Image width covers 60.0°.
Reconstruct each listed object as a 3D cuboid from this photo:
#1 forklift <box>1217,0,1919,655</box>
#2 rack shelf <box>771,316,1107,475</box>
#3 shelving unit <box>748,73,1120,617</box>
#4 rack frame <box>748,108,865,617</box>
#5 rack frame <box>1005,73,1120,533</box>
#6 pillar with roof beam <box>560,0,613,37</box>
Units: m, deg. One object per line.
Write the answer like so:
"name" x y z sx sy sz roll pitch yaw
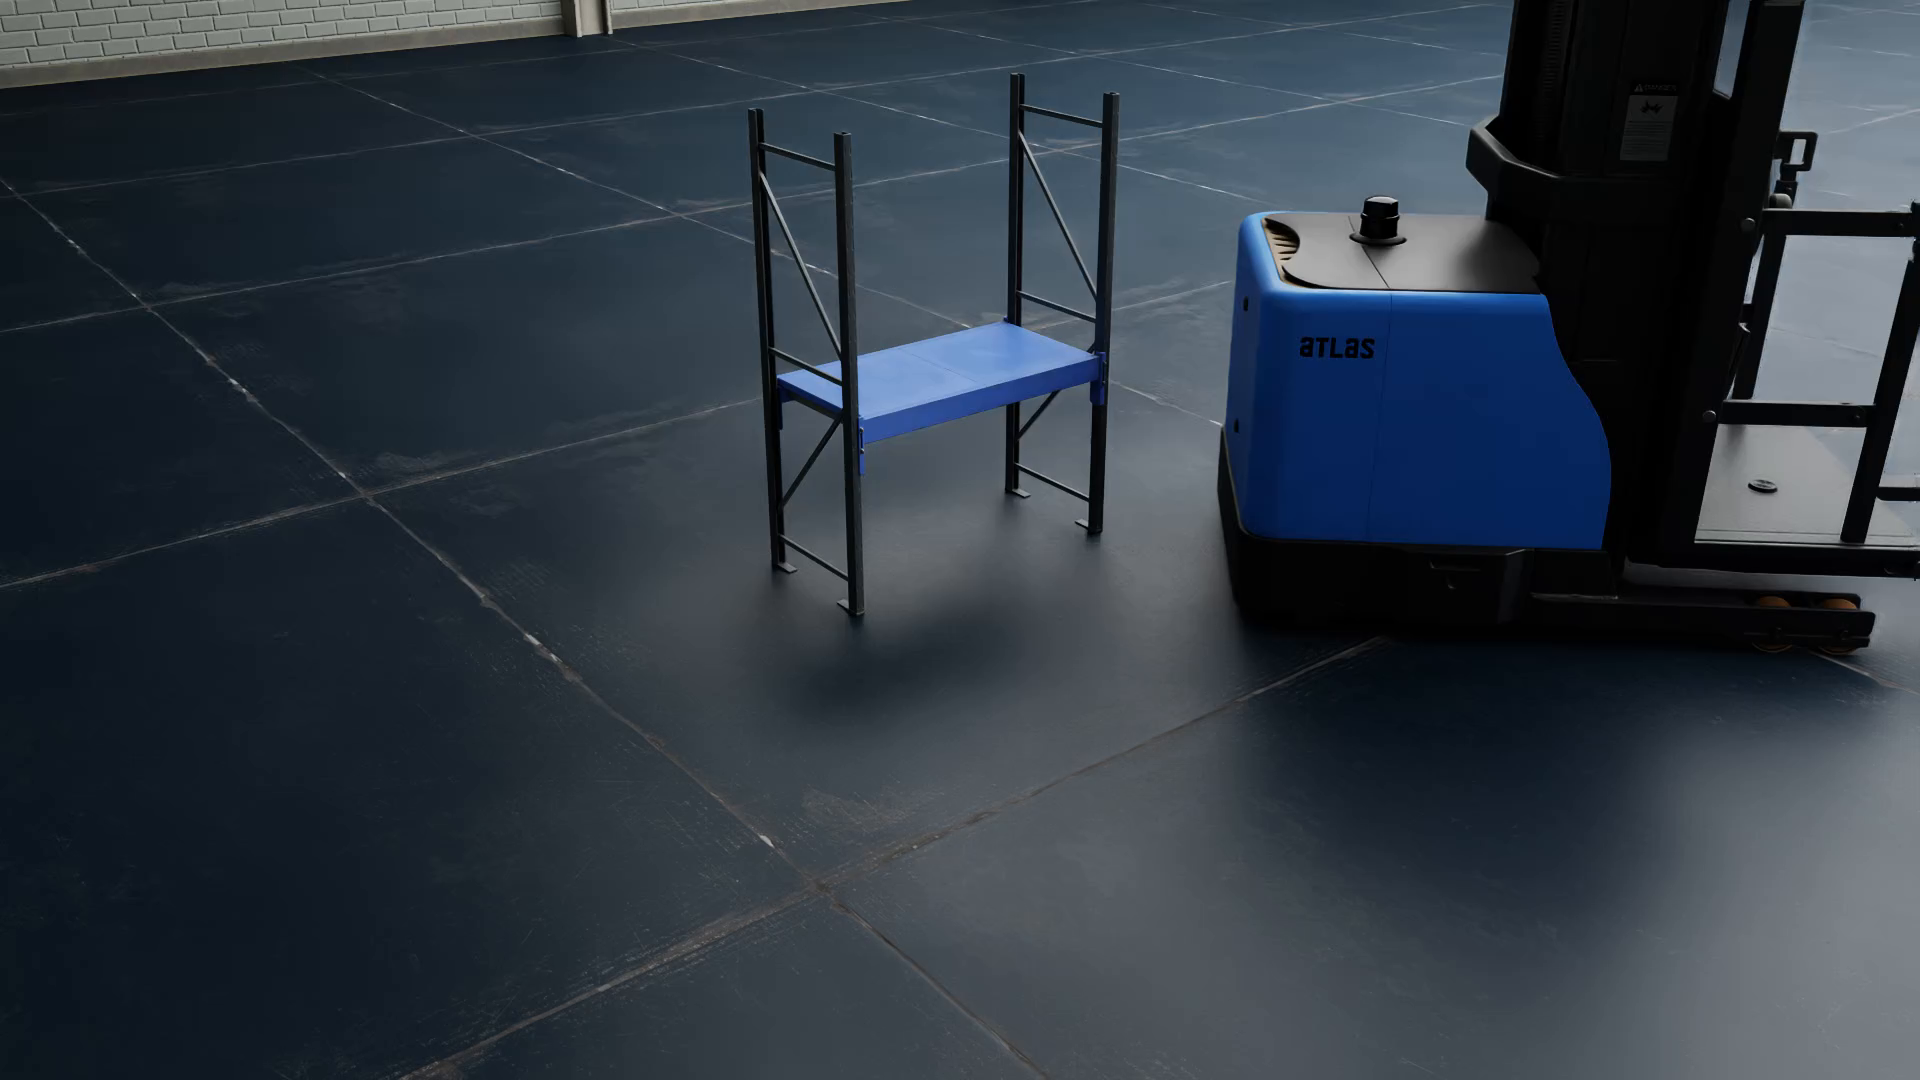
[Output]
"forklift" 2.399 -1.217 4.890 3.031 2.935 1.130 2 25 4
"rack shelf" -0.067 -0.495 5.462 1.000 0.185 0.538 -18 31 -34
"shelving unit" -0.067 -0.658 5.387 1.048 1.500 0.538 -18 31 -34
"rack frame" -0.467 -0.526 5.102 0.032 1.500 0.500 -18 31 -34
"rack frame" 0.333 -0.790 5.671 0.032 1.500 0.500 -18 31 -34
"pillar with roof beam" -1.083 -7.752 11.763 0.400 9.000 9.100 -18 31 -34
